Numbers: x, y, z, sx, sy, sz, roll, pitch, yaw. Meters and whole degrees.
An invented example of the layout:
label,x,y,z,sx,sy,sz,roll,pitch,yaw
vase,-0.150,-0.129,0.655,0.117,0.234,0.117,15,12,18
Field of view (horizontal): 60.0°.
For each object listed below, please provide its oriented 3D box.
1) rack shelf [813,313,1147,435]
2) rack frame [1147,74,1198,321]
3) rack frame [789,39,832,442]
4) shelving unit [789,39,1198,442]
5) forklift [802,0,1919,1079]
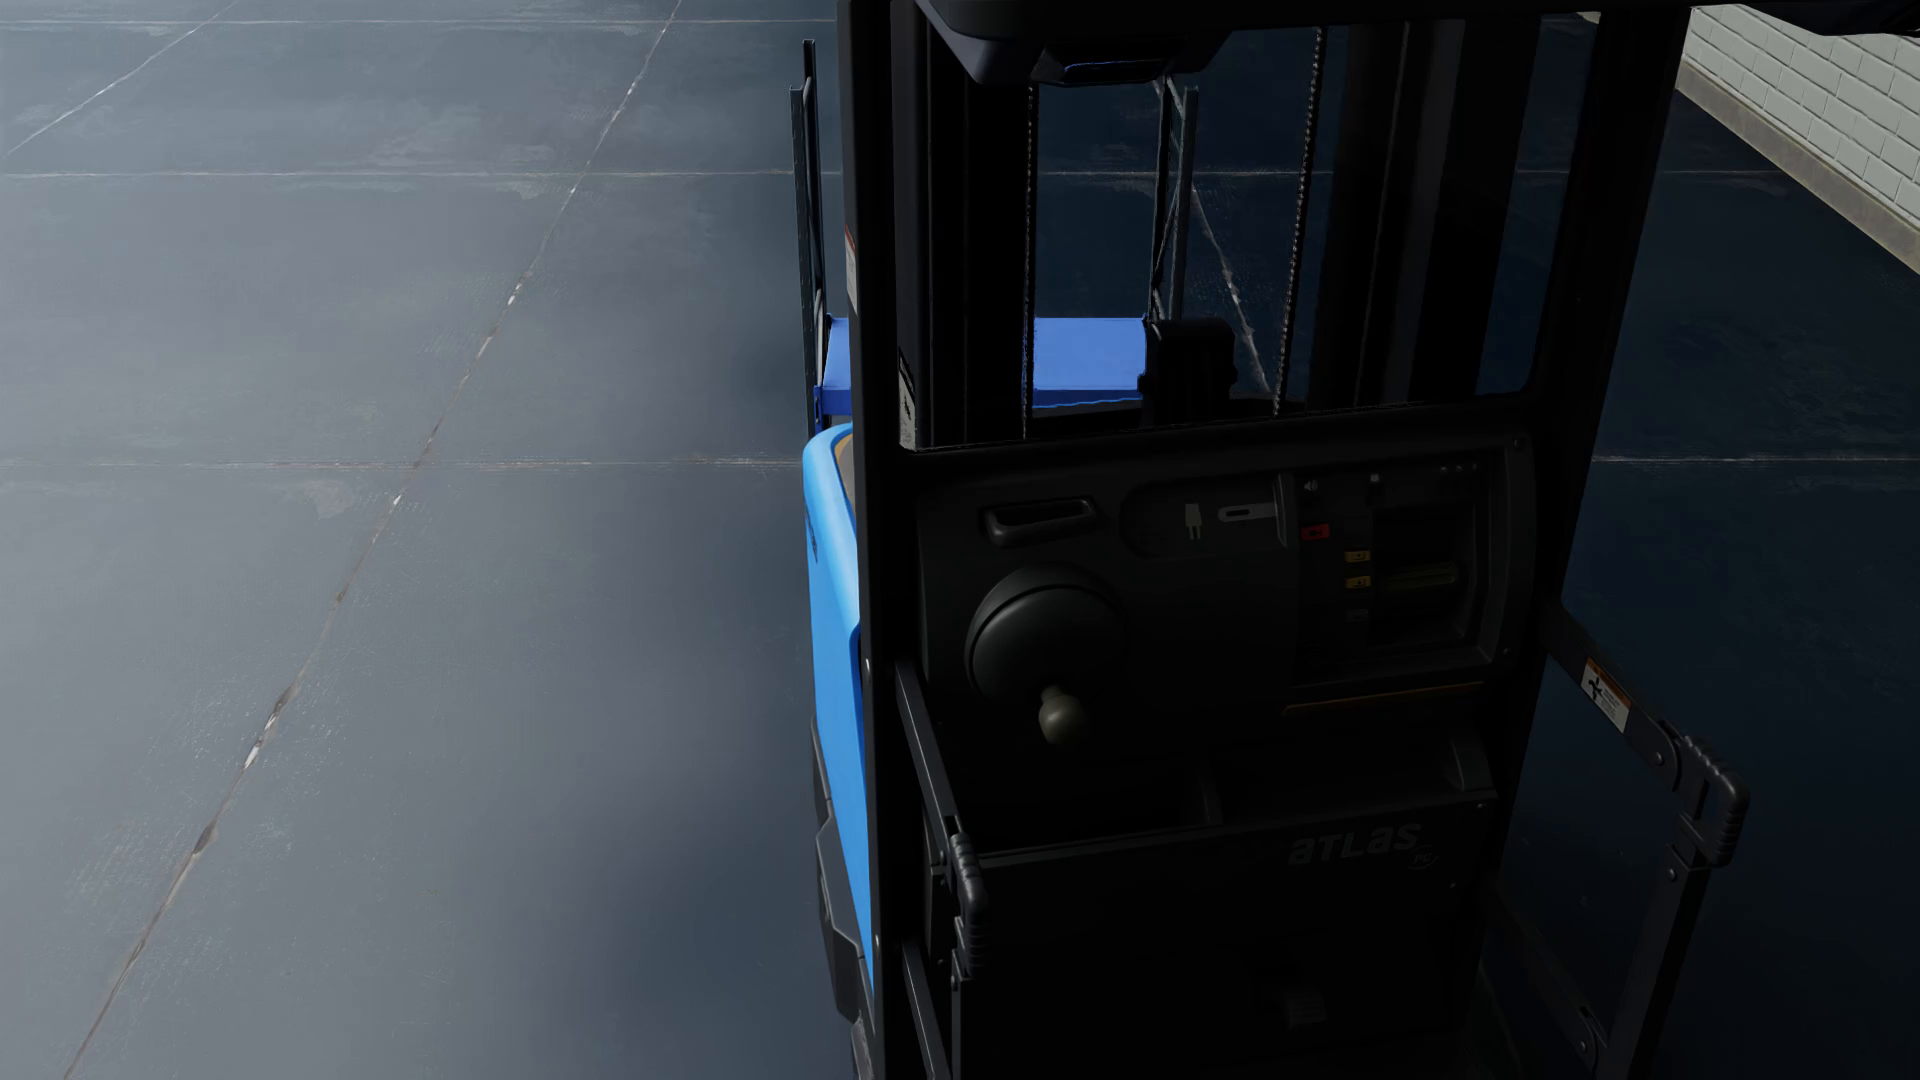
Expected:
label,x,y,z,sx,sy,sz,roll,pitch,yaw
rack shelf,0.085,-0.488,4.955,1.000,0.185,0.538,0,31,0
rack frame,0.594,-0.643,4.864,0.032,1.500,0.500,0,31,0
rack frame,-0.423,-0.640,4.859,0.032,1.500,0.500,0,31,0
shelving unit,0.085,-0.641,4.861,1.048,1.500,0.538,0,31,0
forklift,0.443,0.114,2.237,1.130,2.935,3.031,-6,32,-10
